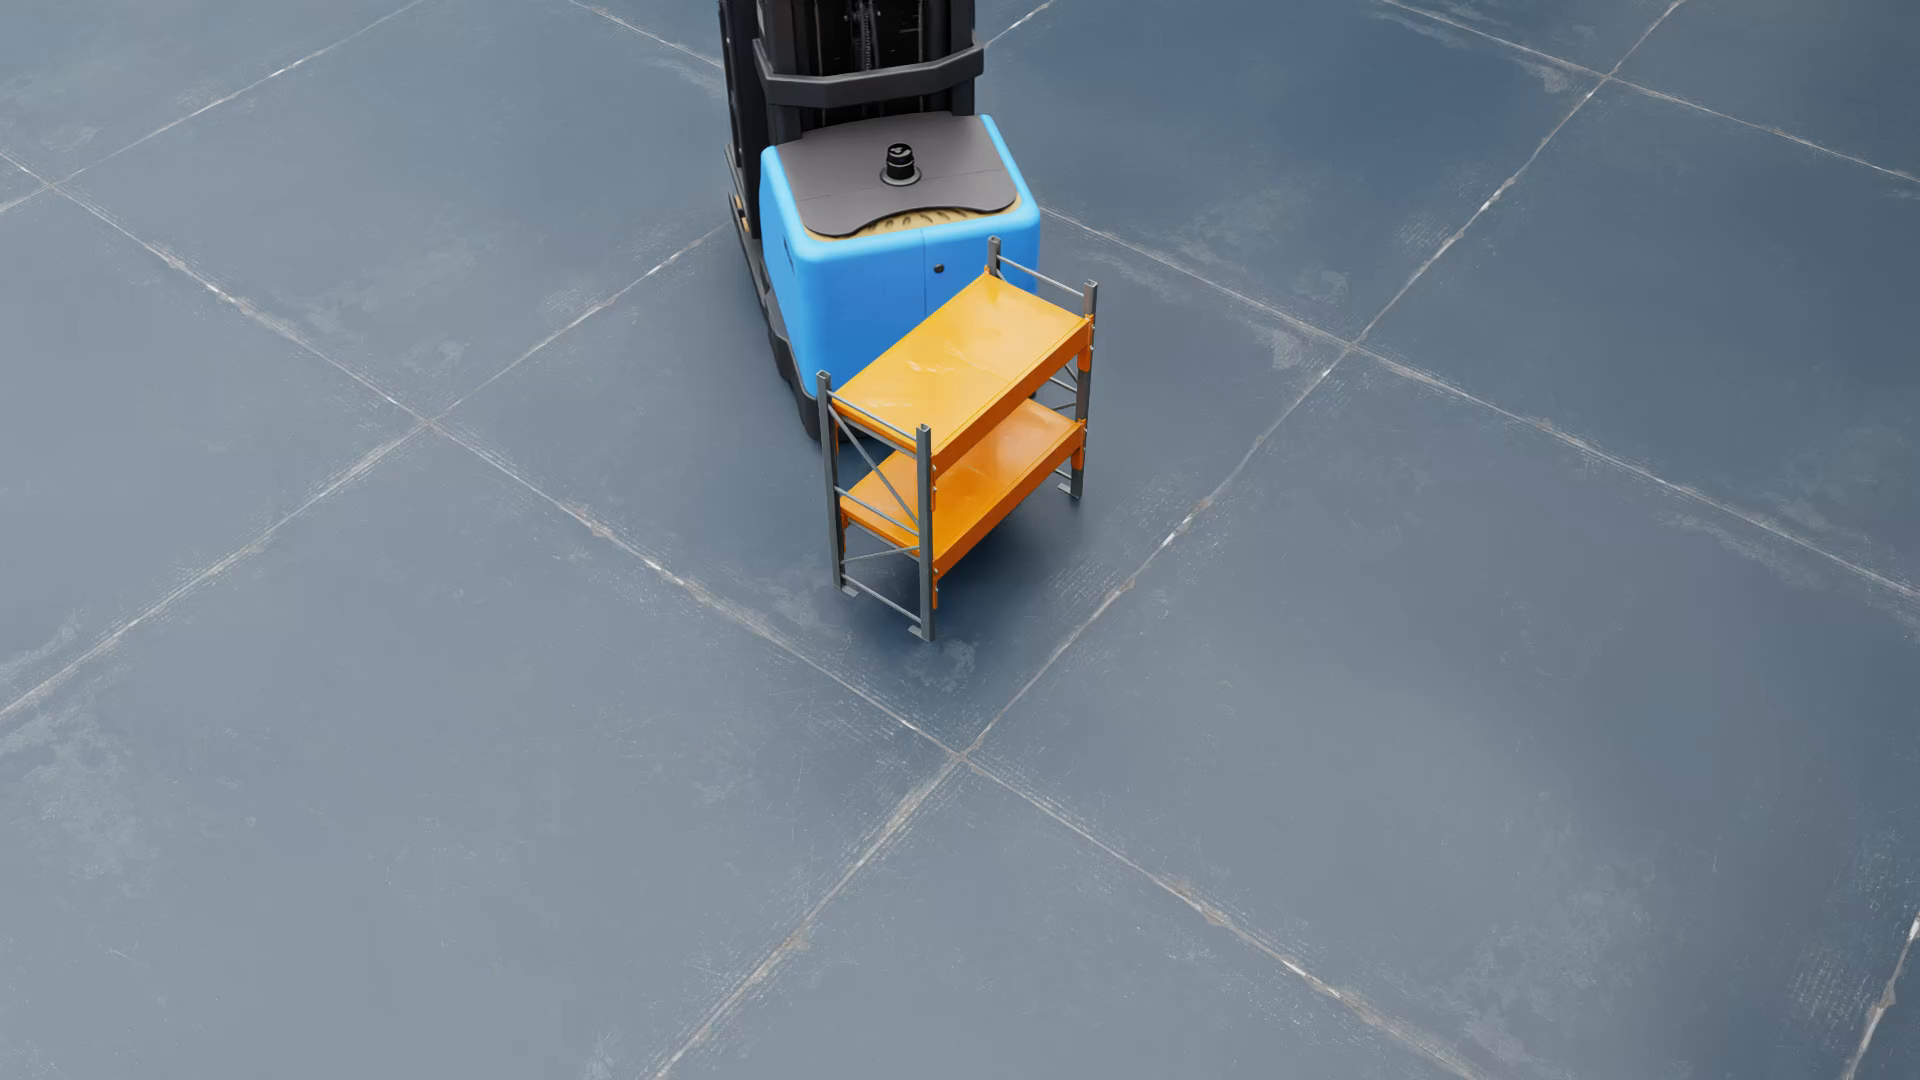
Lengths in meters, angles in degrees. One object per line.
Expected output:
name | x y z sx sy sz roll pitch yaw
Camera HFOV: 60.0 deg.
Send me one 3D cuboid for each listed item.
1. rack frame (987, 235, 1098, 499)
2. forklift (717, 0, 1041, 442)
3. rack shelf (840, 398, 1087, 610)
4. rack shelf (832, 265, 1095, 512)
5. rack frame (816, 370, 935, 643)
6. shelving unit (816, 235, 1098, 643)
rack frame | 0.315 -0.683 6.790 0.500 1.125 0.032 29 53 25
forklift | -0.536 -2.522 7.297 1.130 2.935 3.031 -11 47 -10
rack shelf | 0.004 -0.224 6.688 0.538 0.278 1.000 29 53 25
rack shelf | 0.004 -0.595 6.300 0.538 0.278 1.000 29 53 25
rack frame | -0.307 -0.102 6.234 0.500 1.125 0.032 29 53 25
shelving unit | 0.004 -0.392 6.512 0.538 1.125 1.048 29 53 25
